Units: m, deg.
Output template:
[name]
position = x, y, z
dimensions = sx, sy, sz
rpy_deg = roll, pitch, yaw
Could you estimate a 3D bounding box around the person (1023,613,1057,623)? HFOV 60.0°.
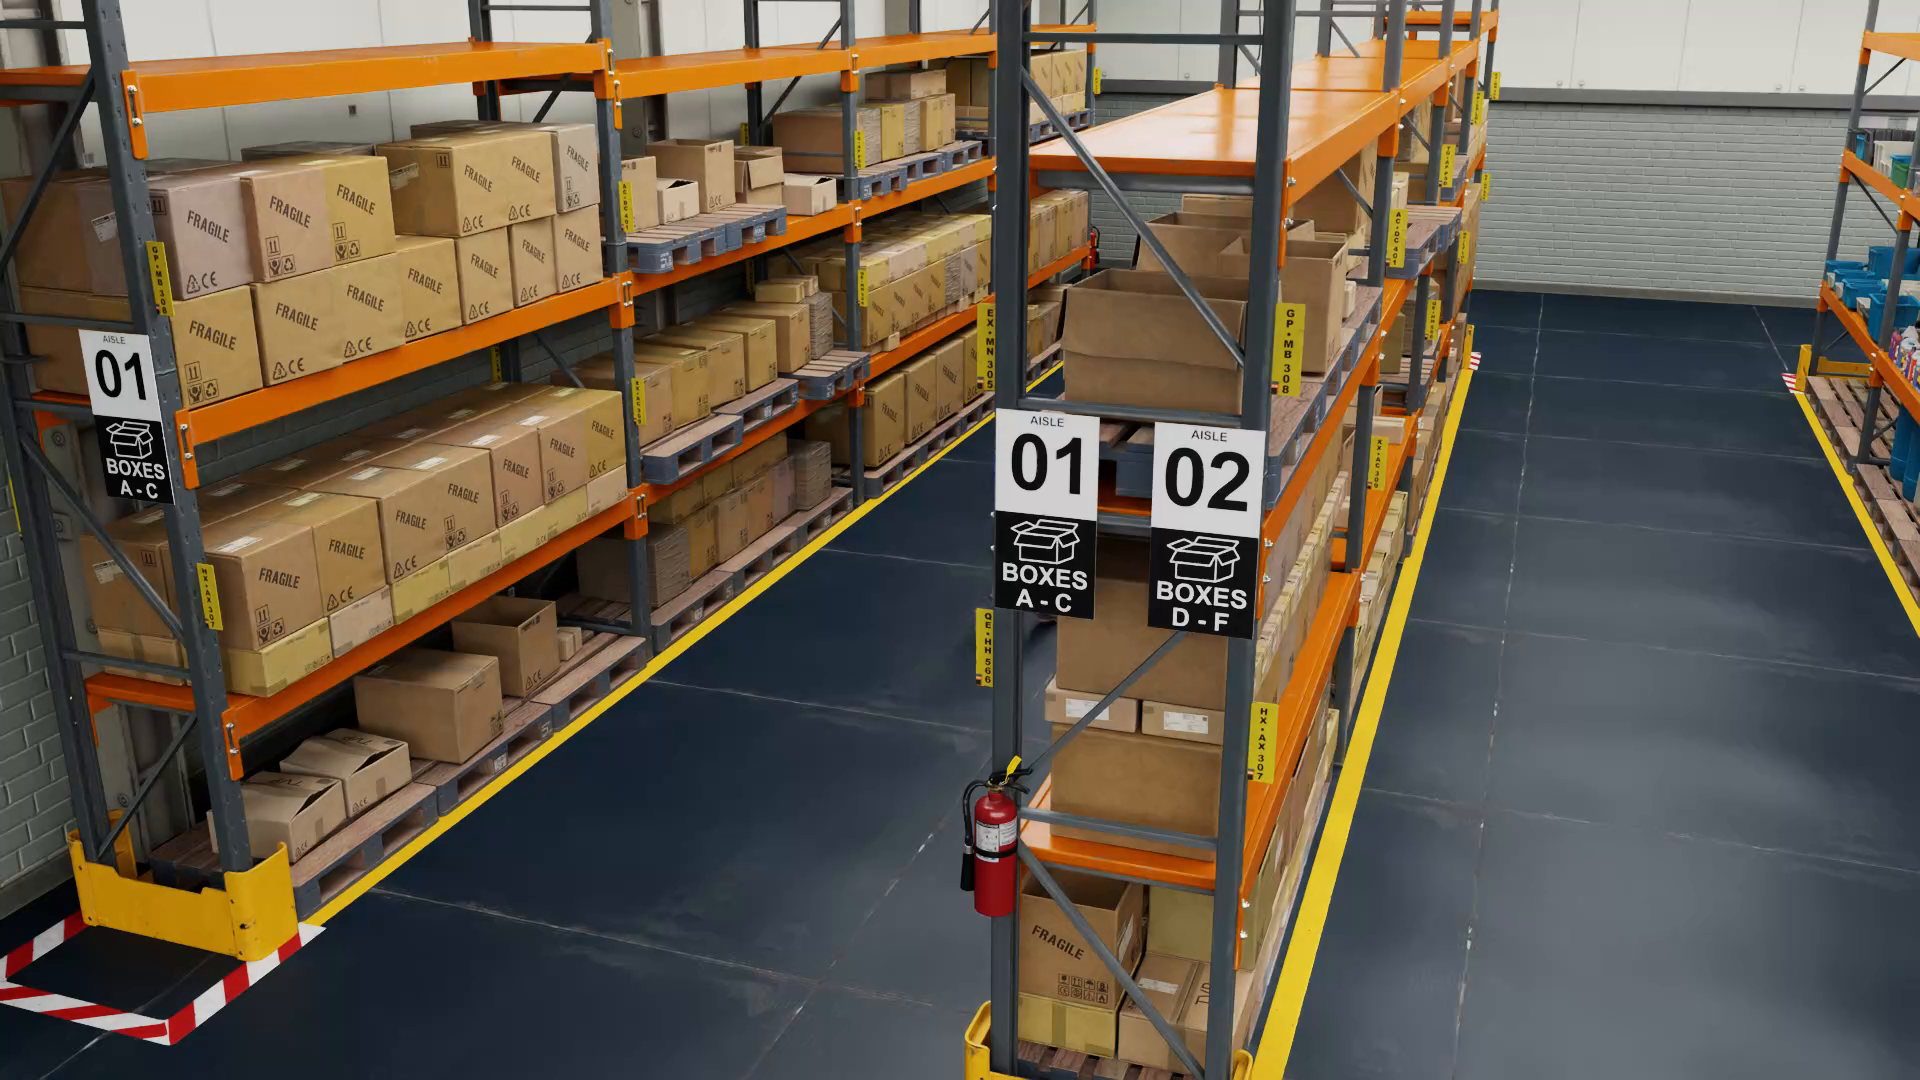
[person]
position = 0.525, -0.157, 12.509
dimensions = 0.629, 1.639, 0.472
rpy_deg = -11, 22, -30
